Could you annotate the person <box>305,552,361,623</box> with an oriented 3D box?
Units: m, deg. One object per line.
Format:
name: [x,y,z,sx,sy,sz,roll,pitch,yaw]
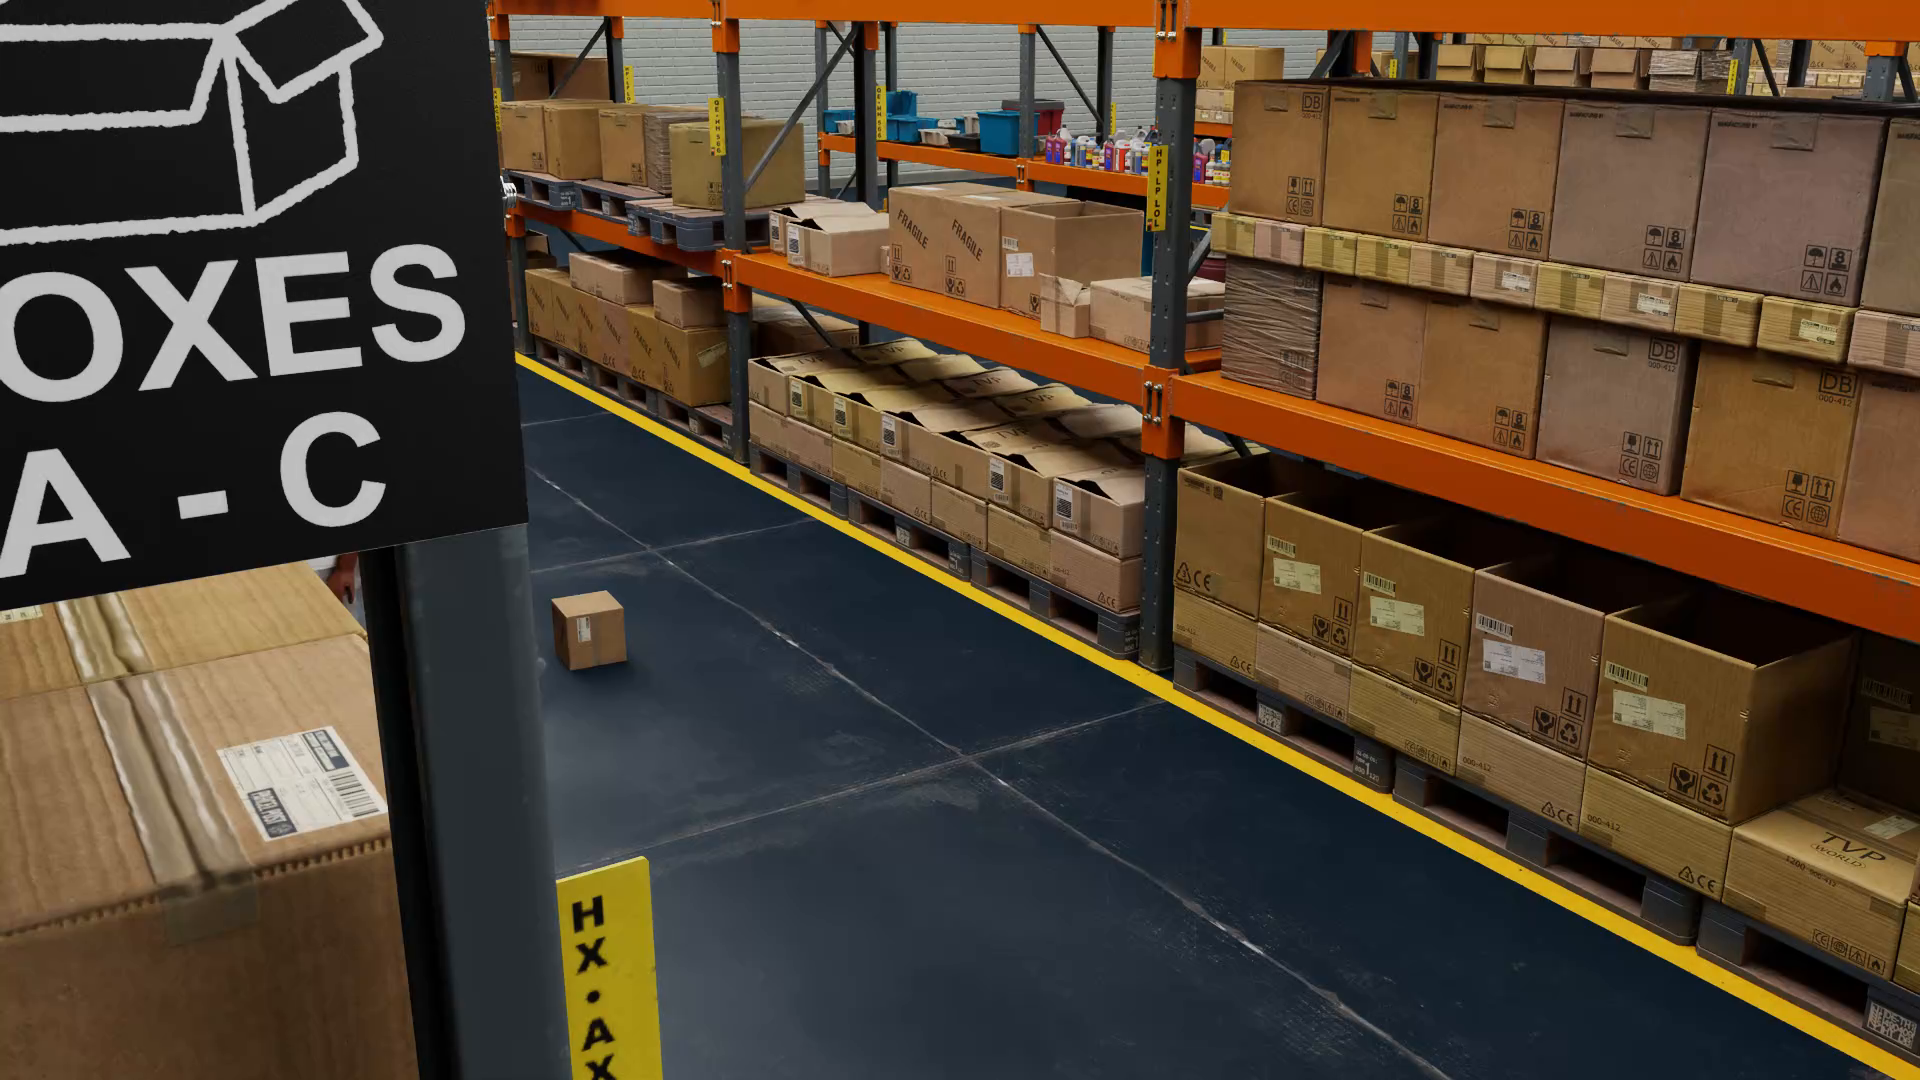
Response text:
person: [-2.259,0.061,5.823,0.377,1.771,0.569,-12,21,-32]
